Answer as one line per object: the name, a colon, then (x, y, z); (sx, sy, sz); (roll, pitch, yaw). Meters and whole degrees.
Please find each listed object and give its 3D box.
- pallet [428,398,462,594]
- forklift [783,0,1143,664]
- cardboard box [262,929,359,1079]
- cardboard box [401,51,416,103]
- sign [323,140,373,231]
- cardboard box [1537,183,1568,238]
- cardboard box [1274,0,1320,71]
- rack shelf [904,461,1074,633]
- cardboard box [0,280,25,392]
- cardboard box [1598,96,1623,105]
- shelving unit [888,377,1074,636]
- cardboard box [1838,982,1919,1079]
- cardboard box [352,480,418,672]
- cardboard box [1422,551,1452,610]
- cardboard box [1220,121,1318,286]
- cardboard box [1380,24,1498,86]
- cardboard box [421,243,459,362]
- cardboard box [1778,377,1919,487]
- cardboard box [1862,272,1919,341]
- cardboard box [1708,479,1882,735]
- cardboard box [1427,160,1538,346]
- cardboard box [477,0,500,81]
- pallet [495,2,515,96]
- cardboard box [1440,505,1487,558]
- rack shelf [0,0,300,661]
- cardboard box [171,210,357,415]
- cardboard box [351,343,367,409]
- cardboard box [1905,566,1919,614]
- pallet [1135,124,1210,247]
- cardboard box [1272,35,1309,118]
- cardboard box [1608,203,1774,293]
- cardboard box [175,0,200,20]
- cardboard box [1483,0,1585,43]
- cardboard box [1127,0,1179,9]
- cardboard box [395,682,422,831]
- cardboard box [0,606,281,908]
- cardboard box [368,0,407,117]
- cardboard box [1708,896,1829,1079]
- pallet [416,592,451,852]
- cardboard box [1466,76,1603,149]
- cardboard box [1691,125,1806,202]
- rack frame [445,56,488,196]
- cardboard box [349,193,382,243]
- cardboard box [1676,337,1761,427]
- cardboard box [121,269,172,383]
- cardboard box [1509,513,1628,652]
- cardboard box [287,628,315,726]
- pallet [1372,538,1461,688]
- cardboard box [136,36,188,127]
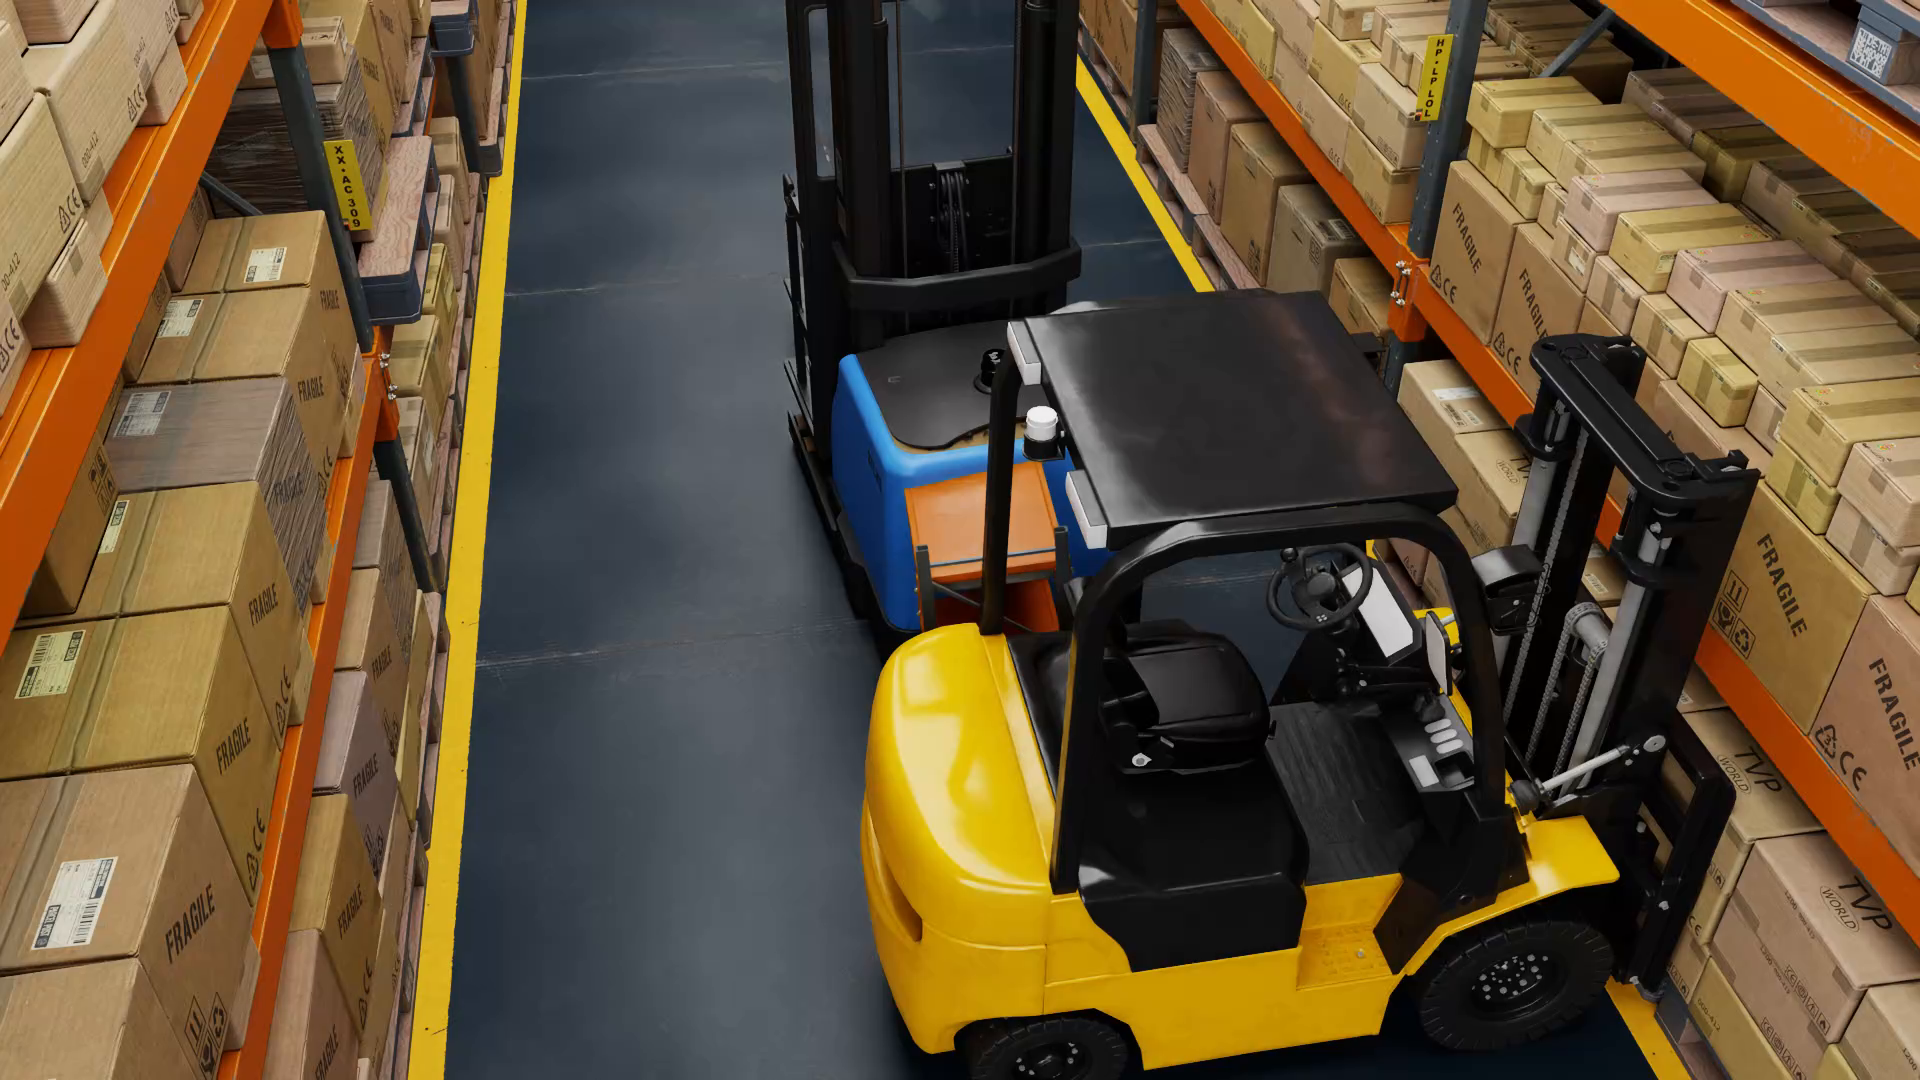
pallet: (-2.750, -0.166, 7.291); (1.003, 0.211, 1.213); (-6, 38, -8)
forklift: (-0.172, -1.528, 6.828); (1.130, 2.935, 3.031); (-10, 39, -13)
cardboard box: (-1.881, 1.396, 4.295); (0.500, 0.500, 0.500); (-8, 38, -10)
cardboard box: (-2.599, -2.022, 7.270); (0.380, 0.149, 0.250); (-5, 38, -6)
sign: (-2.079, -1.202, 5.646); (0.100, 0.325, 0.005); (-6, 38, -8)
cardboard box: (2.191, -1.097, 5.607); (0.380, 0.149, 0.250); (-6, 38, -8)
cardboard box: (1.755, -2.360, 7.557); (0.500, 0.250, 0.500); (-6, 38, -7)
rack shelf: (0.061, -0.105, 5.961); (0.538, 0.278, 1.000); (-8, 39, -3)
cardboard box: (-1.815, -0.261, 2.576); (0.500, 0.250, 0.500); (-7, 38, -9)
cardboard box: (2.437, -1.805, 6.843); (0.500, 0.250, 0.500); (-7, 38, -9)
shelving unit: (0.083, 0.123, 6.143); (0.538, 1.125, 1.048); (-8, 39, -3)
cardboard box: (2.588, 1.364, 4.134); (0.500, 0.250, 0.500); (-5, 38, -6)
cardboard box: (-2.244, 0.155, 5.893); (0.500, 0.500, 0.500); (-7, 38, -9)
cardboard box: (2.137, 0.220, 6.421); (0.500, 0.250, 0.500); (-7, 38, -9)
cardboard box: (1.909, -1.798, 8.713); (0.875, 0.625, 0.625); (-8, 39, -10)
cardboard box: (1.932, -1.965, 6.724); (0.380, 0.149, 0.250); (-7, 38, -9)
cardboard box: (-2.959, -1.095, 8.014); (0.950, 0.372, 0.625); (-5, 38, -6)
cardboard box: (2.383, -0.284, 4.318); (0.380, 0.149, 0.250); (-6, 38, -7)
cardboard box: (2.834, -0.652, 4.792); (0.380, 0.149, 0.250); (-5, 38, -7)
cardboard box: (2.459, 0.151, 4.530); (0.500, 0.500, 0.500); (-7, 38, -9)
cardboard box: (2.095, -1.076, 6.109); (0.500, 0.500, 0.500); (-7, 38, -9)
cardboard box: (-3.505, -3.505, 10.706); (0.875, 0.875, 0.875); (-6, 38, -7)
pallet: (-3.588, -3.331, 11.366); (1.003, 0.211, 1.213); (-6, 38, -8)
cardboard box: (2.145, 0.019, 6.272); (0.500, 0.250, 0.500); (-6, 38, -8)
rack shelf: (-2.261, -0.489, 3.576); (1.077, 0.370, 4.000); (-6, 38, -8)
cardboard box: (-2.289, -0.712, 5.398); (0.500, 0.500, 0.500); (-7, 38, -9)
cardboard box: (-2.256, -0.536, 5.700); (0.380, 0.149, 0.250); (-7, 38, -8)
cardboard box: (2.547, 0.143, 4.011); (0.380, 0.149, 0.250); (-6, 38, -8)
pallet: (1.679, -2.146, 9.841); (1.003, 0.211, 1.213); (-6, 38, -8)
cardboard box: (1.778, -2.156, 7.703); (0.500, 0.250, 0.500); (-6, 38, -8)
cardboard box: (2.242, -0.900, 5.111); (0.380, 0.149, 0.250); (-7, 38, -9)
cardboard box: (-2.180, -1.497, 4.167); (0.500, 0.250, 0.500); (-7, 38, -9)
cardboard box: (2.385, -2.183, 7.004); (0.380, 0.149, 0.250); (-6, 38, -8)
cardboard box: (1.237, -3.455, 10.419); (0.380, 0.149, 0.250); (-8, 39, -10)
cardboard box: (-2.141, 0.772, 5.710); (0.500, 0.250, 0.500); (-7, 38, -9)
cardboard box: (-1.905, 0.526, 3.804); (0.500, 0.500, 0.500); (-7, 38, -9)
cardboard box: (-2.574, -2.036, 6.760); (0.500, 0.500, 0.500); (-6, 38, -8)
cardboard box: (2.505, 1.241, 4.699); (0.500, 0.250, 0.500); (-7, 38, -8)
pallet: (-2.460, 0.706, 6.169); (1.003, 0.211, 1.213); (-6, 38, -8)
cardboard box: (2.038, -1.522, 5.911); (0.380, 0.149, 0.250); (-5, 38, -7)
cardboard box: (2.690, -1.271, 5.589); (0.380, 0.149, 0.250); (-7, 38, -8)
rack frame: (-3.313, -3.213, 8.941); (1.000, 3.000, 0.127); (-6, 38, -8)
cardboard box: (-2.398, -1.231, 6.252); (0.380, 0.149, 0.250); (-6, 38, -7)
cardboard box: (2.322, -0.472, 4.802); (0.380, 0.149, 0.250); (-7, 38, -9)
cardboard box: (-2.680, -0.749, 4.630); (0.700, 0.500, 0.500); (-6, 38, -8)
cardboard box: (2.228, 0.127, 5.725); (0.500, 0.250, 0.500); (-5, 38, -6)
cardboard box: (-1.978, 0.386, 4.513); (0.380, 0.149, 0.250); (-6, 38, -8)
pallet: (2.372, 0.253, 6.752); (1.003, 0.211, 1.213); (-6, 38, -8)
cardboard box: (-2.090, -1.101, 3.982); (0.380, 0.149, 0.250); (-5, 38, -7)
